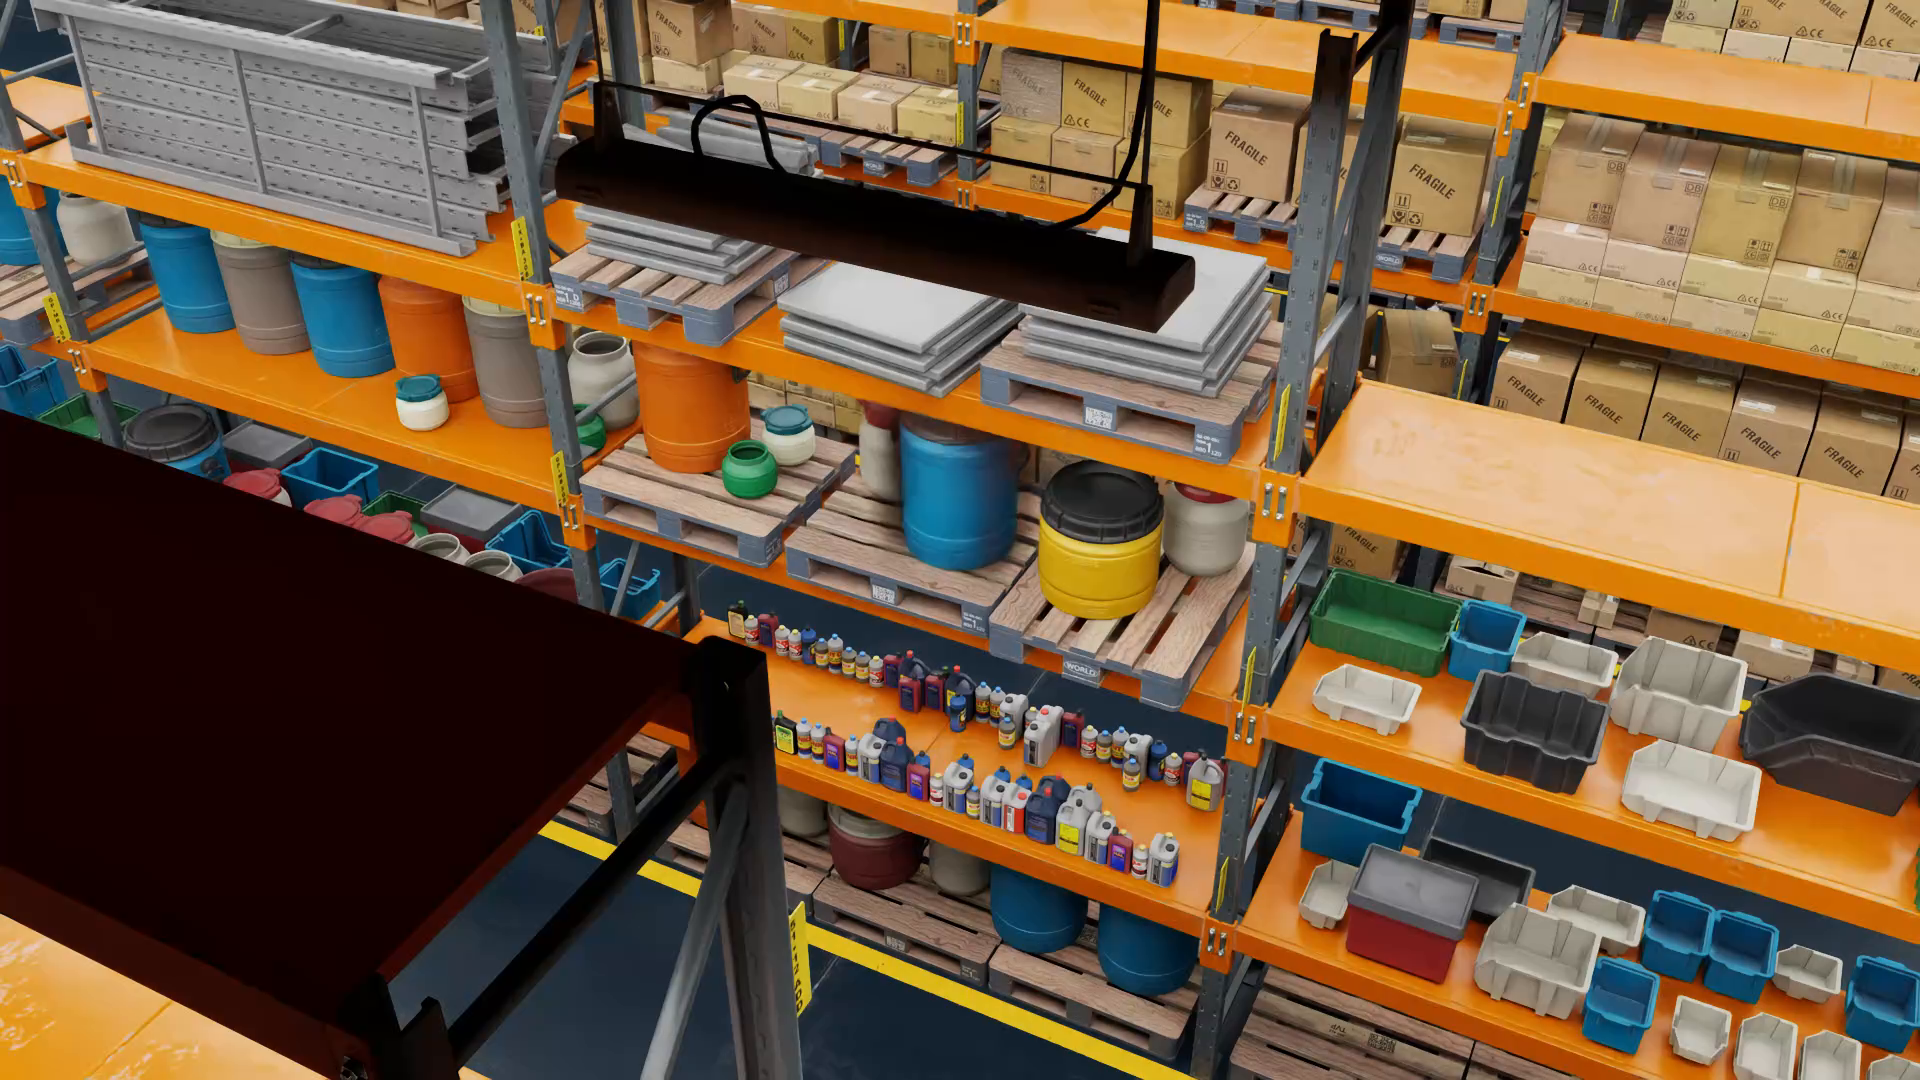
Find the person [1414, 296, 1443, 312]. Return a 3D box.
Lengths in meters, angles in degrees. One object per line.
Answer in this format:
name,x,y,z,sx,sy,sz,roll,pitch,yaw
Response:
person,4.003,-1.547,14.625,1.021,1.630,0.555,14,38,19
